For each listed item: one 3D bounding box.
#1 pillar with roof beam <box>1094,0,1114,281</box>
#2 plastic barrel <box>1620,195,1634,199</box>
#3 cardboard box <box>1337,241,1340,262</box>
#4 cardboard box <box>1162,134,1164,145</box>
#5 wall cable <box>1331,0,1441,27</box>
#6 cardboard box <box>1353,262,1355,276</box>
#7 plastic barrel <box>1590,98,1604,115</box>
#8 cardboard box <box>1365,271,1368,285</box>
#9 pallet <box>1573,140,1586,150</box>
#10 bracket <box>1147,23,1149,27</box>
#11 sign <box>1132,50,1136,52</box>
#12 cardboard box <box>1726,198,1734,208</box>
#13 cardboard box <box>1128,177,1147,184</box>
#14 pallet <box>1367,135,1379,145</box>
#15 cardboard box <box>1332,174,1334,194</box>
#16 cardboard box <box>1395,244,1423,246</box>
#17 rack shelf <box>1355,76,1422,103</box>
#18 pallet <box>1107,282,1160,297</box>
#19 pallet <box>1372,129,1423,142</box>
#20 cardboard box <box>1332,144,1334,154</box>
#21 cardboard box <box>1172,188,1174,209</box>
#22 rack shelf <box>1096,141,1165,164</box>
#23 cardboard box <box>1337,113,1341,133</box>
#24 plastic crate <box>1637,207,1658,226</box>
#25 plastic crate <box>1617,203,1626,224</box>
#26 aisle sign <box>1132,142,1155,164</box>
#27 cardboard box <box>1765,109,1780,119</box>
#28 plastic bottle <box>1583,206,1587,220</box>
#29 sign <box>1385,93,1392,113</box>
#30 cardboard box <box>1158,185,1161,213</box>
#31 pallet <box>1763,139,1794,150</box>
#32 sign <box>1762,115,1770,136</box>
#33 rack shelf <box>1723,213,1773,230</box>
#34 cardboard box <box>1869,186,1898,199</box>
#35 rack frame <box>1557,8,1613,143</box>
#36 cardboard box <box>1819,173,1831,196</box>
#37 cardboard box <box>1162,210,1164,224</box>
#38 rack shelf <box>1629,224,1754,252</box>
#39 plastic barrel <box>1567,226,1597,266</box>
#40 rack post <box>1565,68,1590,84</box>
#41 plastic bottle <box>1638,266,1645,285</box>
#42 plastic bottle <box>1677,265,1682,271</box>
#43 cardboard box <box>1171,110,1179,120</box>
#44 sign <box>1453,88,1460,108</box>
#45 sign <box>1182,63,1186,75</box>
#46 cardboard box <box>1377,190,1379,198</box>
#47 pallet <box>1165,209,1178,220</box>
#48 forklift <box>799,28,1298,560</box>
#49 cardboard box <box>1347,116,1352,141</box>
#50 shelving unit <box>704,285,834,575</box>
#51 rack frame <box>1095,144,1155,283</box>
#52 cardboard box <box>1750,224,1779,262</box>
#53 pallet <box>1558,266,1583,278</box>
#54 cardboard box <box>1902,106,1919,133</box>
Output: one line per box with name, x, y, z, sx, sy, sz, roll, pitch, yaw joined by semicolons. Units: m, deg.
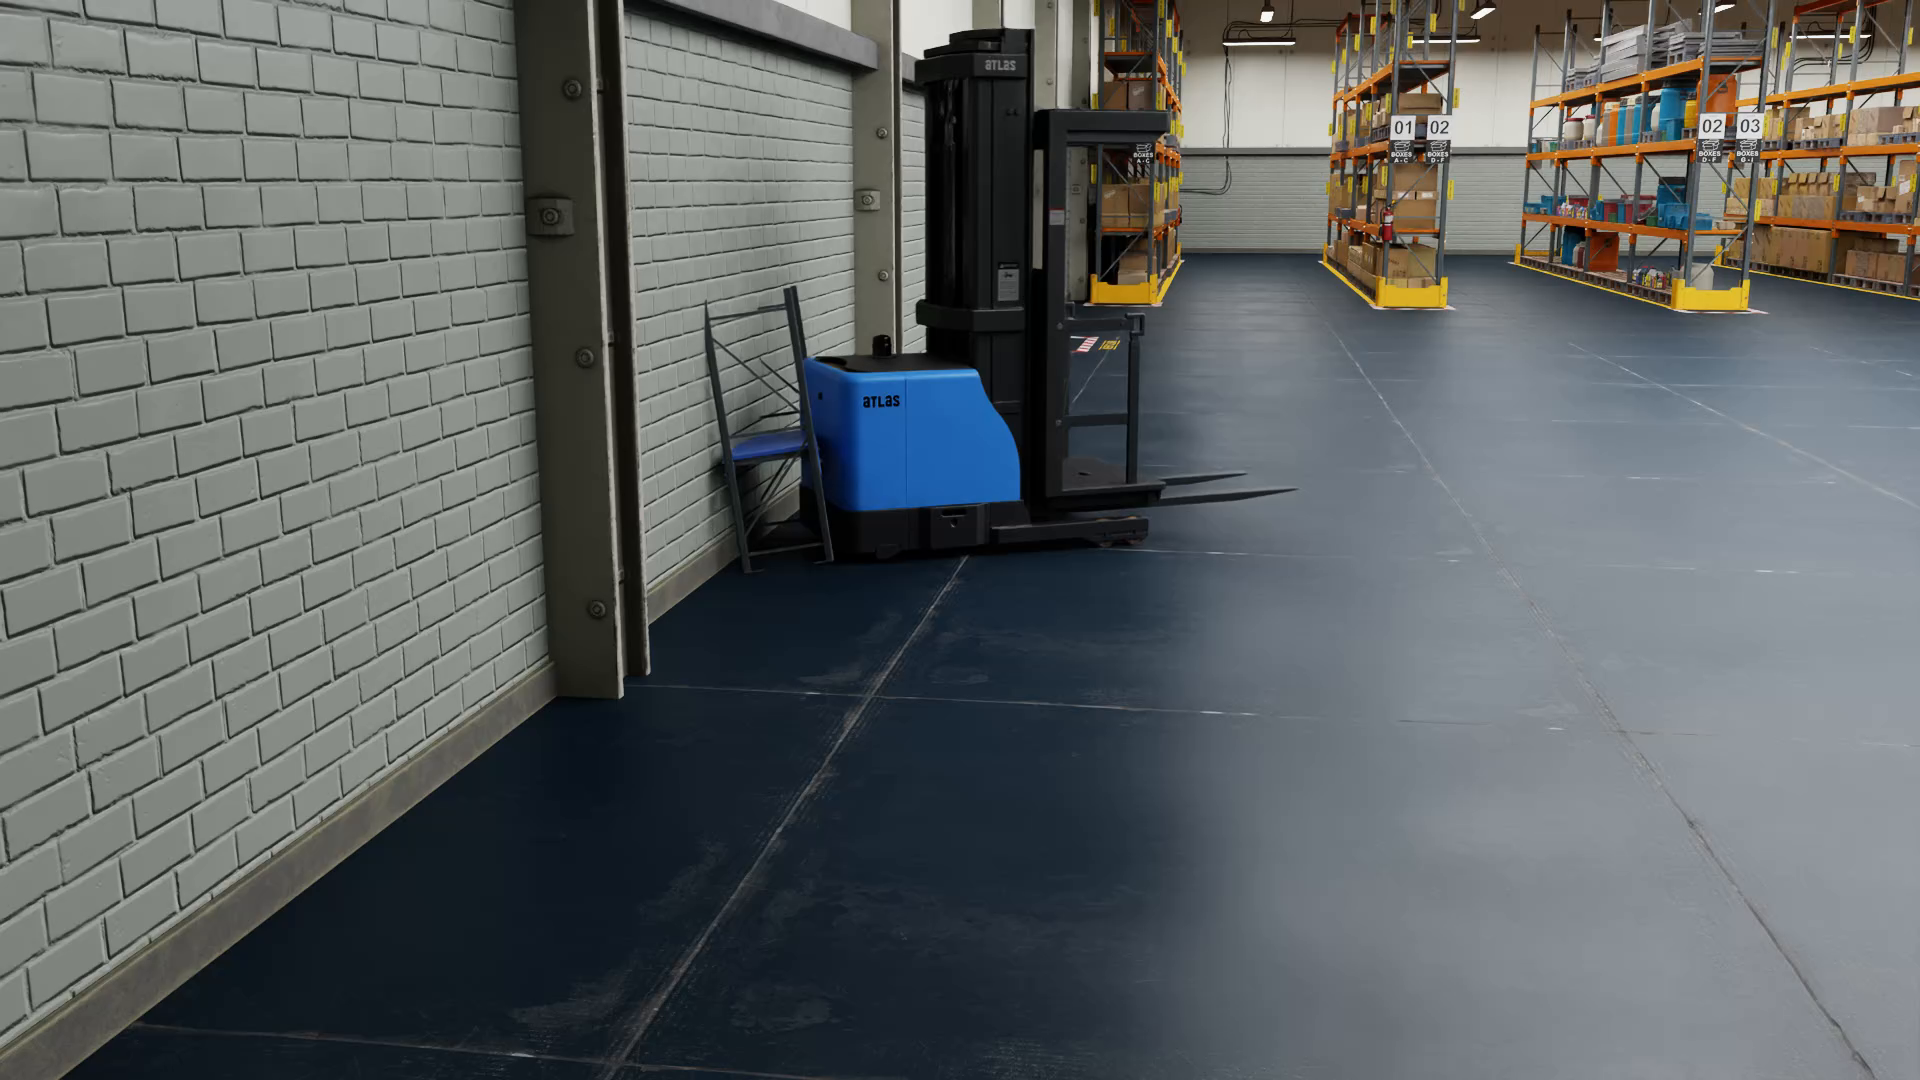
pillar with roof beam;7.327;-9.889;34.522;9.100;9.000;0.400;2;12;9
plastic barrel;14.145;-6.978;34.929;0.600;0.536;0.708;2;12;9
cardboard box;9.323;-6.912;39.835;0.500;0.500;0.500;1;12;6
cardboard box;3.679;-7.917;32.207;0.500;0.500;0.500;2;12;10
wall cable;12.312;-16.089;47.875;3.097;2.526;0.112;2;12;9
cardboard box;8.423;-5.621;34.485;0.500;0.250;0.500;2;12;10
plastic barrel;14.421;-9.407;37.216;0.600;0.901;0.708;2;12;9
cardboard box;7.873;-4.913;31.200;0.500;0.250;0.500;2;12;9
pallet;14.337;-8.822;37.137;1.003;0.211;1.213;2;12;9
bracket;4.807;-13.649;43.421;0.076;0.066;4.783;2;12;9
sign;4.198;-11.661;40.150;0.100;0.325;0.005;2;12;9
cardboard box;19.701;-8.504;41.981;0.500;0.250;0.500;2;12;7
cardboard box;3.941;-8.012;37.280;0.500;0.250;0.500;2;12;10
pallet;8.531;-7.903;32.880;0.805;0.209;1.217;1;12;6
cardboard box;9.770;-9.085;42.419;0.500;0.500;0.500;2;12;9
cardboard box;8.391;-5.263;31.042;0.500;0.500;0.500;2;12;9
rack shelf;8.715;-9.148;33.739;1.077;0.370;4.000;2;12;9
pallet;3.259;-4.747;31.521;1.003;0.211;1.213;2;12;9
pallet;8.302;-7.591;31.187;1.003;0.211;1.213;2;12;9
cardboard box;9.834;-10.035;42.673;0.500;0.250;0.500;2;12;9
cardboard box;4.852;-8.165;39.768;0.500;0.500;0.500;2;12;9
rack shelf;3.205;-7.204;30.891;1.077;0.370;4.000;2;12;9
cardboard box;10.030;-10.640;42.512;0.700;0.500;0.500;2;12;9
plastic crate;13.096;-6.050;31.093;0.767;0.338;0.504;2;12;9
plastic crate;13.164;-6.417;32.687;0.392;0.384;0.575;2;12;9
aisle sign;3.183;-6.920;28.811;0.394;0.787;0.004;2;12;9
cardboard box;19.721;-10.238;40.010;0.500;0.250;0.500;1;12;7
plastic bottle;13.593;-7.107;36.127;0.061;0.283;0.133;2;12;9
sign;7.259;-7.395;28.152;0.100;0.325;0.005;2;12;9
cardboard box;3.354;-6.169;30.026;0.500;0.500;0.500;2;12;9
pallet;19.562;-9.283;39.038;1.003;0.211;1.213;2;12;9
sign;13.229;-6.804;27.306;0.100;0.325;0.005;2;12;9
rack shelf;19.734;-7.755;40.564;1.077;0.370;4.000;2;12;9
cardboard box;18.780;-6.878;33.556;0.700;0.500;0.500;4;13;17
rack frame;14.532;-10.783;38.669;1.000;3.000;0.127;2;12;9
cardboard box;19.042;-7.684;35.909;0.797;0.503;0.637;2;12;10
cardboard box;3.739;-6.334;32.573;0.500;0.250;0.500;2;12;9
rack shelf;12.994;-5.417;29.717;1.077;0.370;4.000;2;12;9
plastic barrel;14.323;-6.770;38.271;0.600;0.901;0.708;2;12;9
rack post;14.372;-10.572;37.868;0.937;0.300;0.954;2;12;8
plastic bottle;12.768;-4.951;31.089;0.144;0.351;0.185;2;12;10
plastic bottle;13.487;-4.962;31.141;0.144;0.351;0.185;2;12;7
cardboard box;5.130;-10.325;41.003;0.500;0.500;0.500;2;12;8
sign;8.340;-7.427;27.952;0.100;0.325;0.005;2;12;9
sign;5.892;-12.412;43.820;0.100;0.325;0.005;2;12;9
cardboard box;8.060;-6.502;31.267;0.380;0.149;0.250;2;12;8
pallet;4.123;-7.093;36.242;1.213;0.211;1.003;2;12;9
forklift;0.593;-1.493;9.966;3.031;2.935;1.130;-4;13;-20
cardboard box;9.488;-9.679;39.192;0.600;0.600;0.600;1;12;3
shelving unit;-1.080;-0.663;9.510;0.538;1.500;1.048;-9;10;-3
rack frame;2.897;-5.673;29.199;1.000;3.000;0.127;2;12;9
cardboard box;19.745;-7.179;40.230;0.875;0.875;0.875;2;12;9
pallet;14.187;-6.073;37.674;1.003;0.211;1.213;2;12;9
cardboard box;18.510;-8.038;31.807;0.797;0.503;0.637;2;12;11
